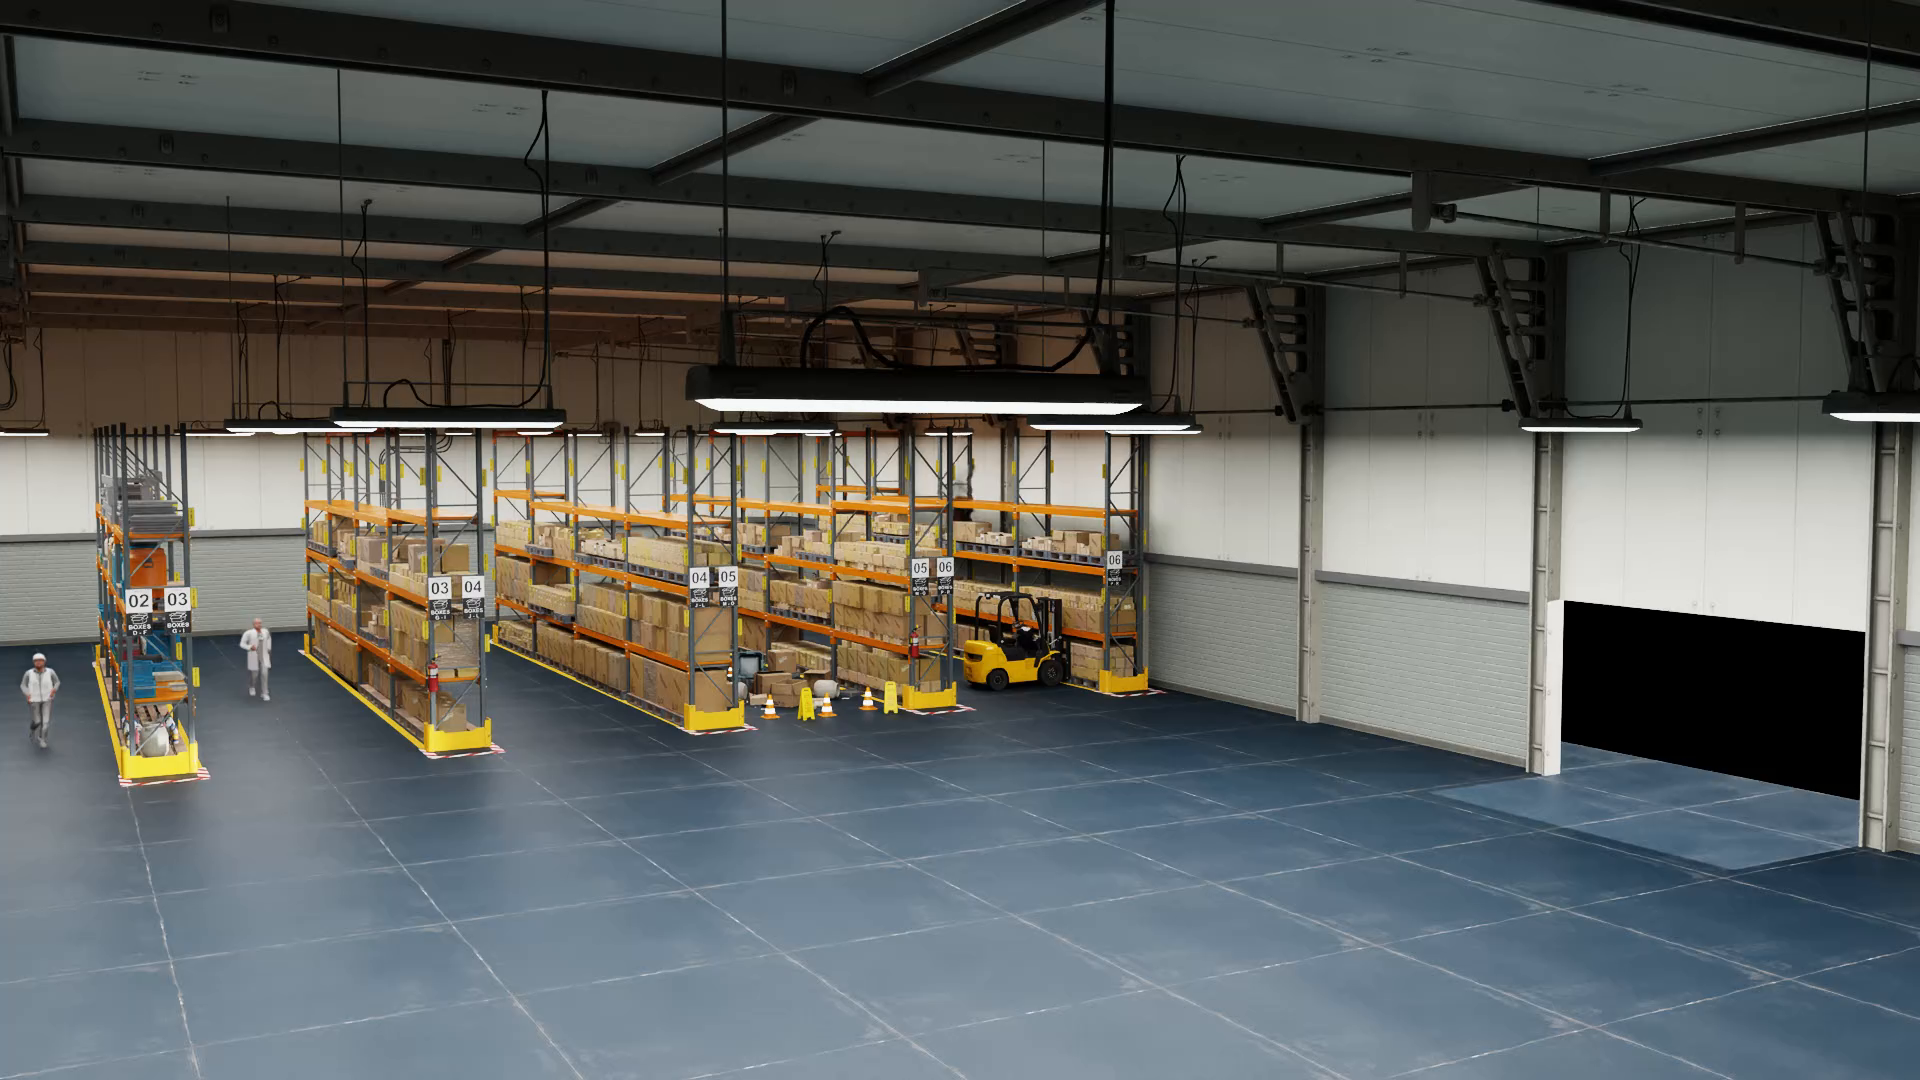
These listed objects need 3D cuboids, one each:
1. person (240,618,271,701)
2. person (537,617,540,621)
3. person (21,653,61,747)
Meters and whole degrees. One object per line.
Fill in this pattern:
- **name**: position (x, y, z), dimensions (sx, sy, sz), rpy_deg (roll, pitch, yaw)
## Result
- **person**: position (-15.432, 2.604, 36.524), dimensions (0.704, 1.772, 1.070), rpy_deg (-3, 4, -38)
- **person**: position (-12.370, 1.958, 48.558), dimensions (0.572, 1.670, 0.565), rpy_deg (-2, 4, -29)
- **person**: position (-17.142, 2.982, 31.037), dimensions (0.656, 1.746, 0.627), rpy_deg (-2, 4, -32)
